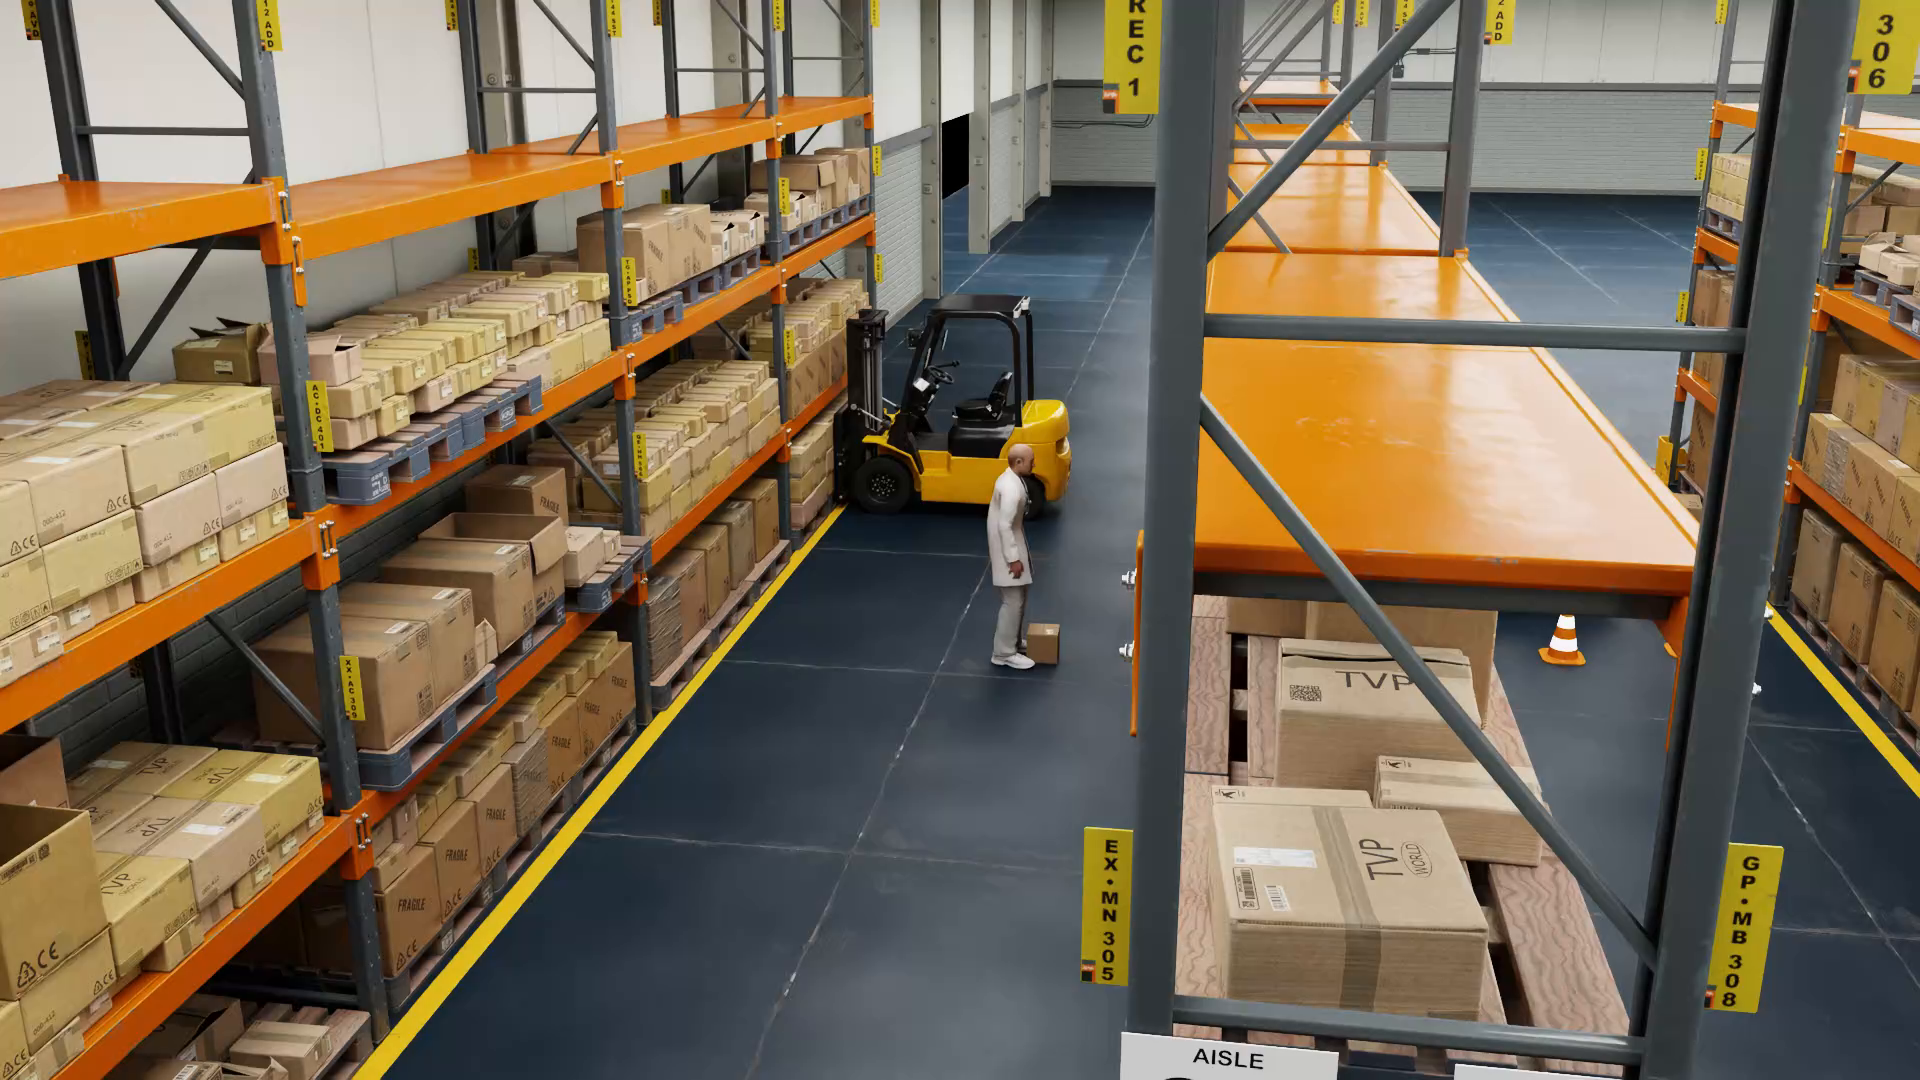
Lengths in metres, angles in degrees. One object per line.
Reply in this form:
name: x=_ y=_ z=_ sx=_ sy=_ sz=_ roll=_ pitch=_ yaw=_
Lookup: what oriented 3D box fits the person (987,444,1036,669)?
person: x=0.430 y=0.097 z=13.285 sx=0.422 sy=1.773 sz=0.652 roll=2 pitch=18 yaw=5
